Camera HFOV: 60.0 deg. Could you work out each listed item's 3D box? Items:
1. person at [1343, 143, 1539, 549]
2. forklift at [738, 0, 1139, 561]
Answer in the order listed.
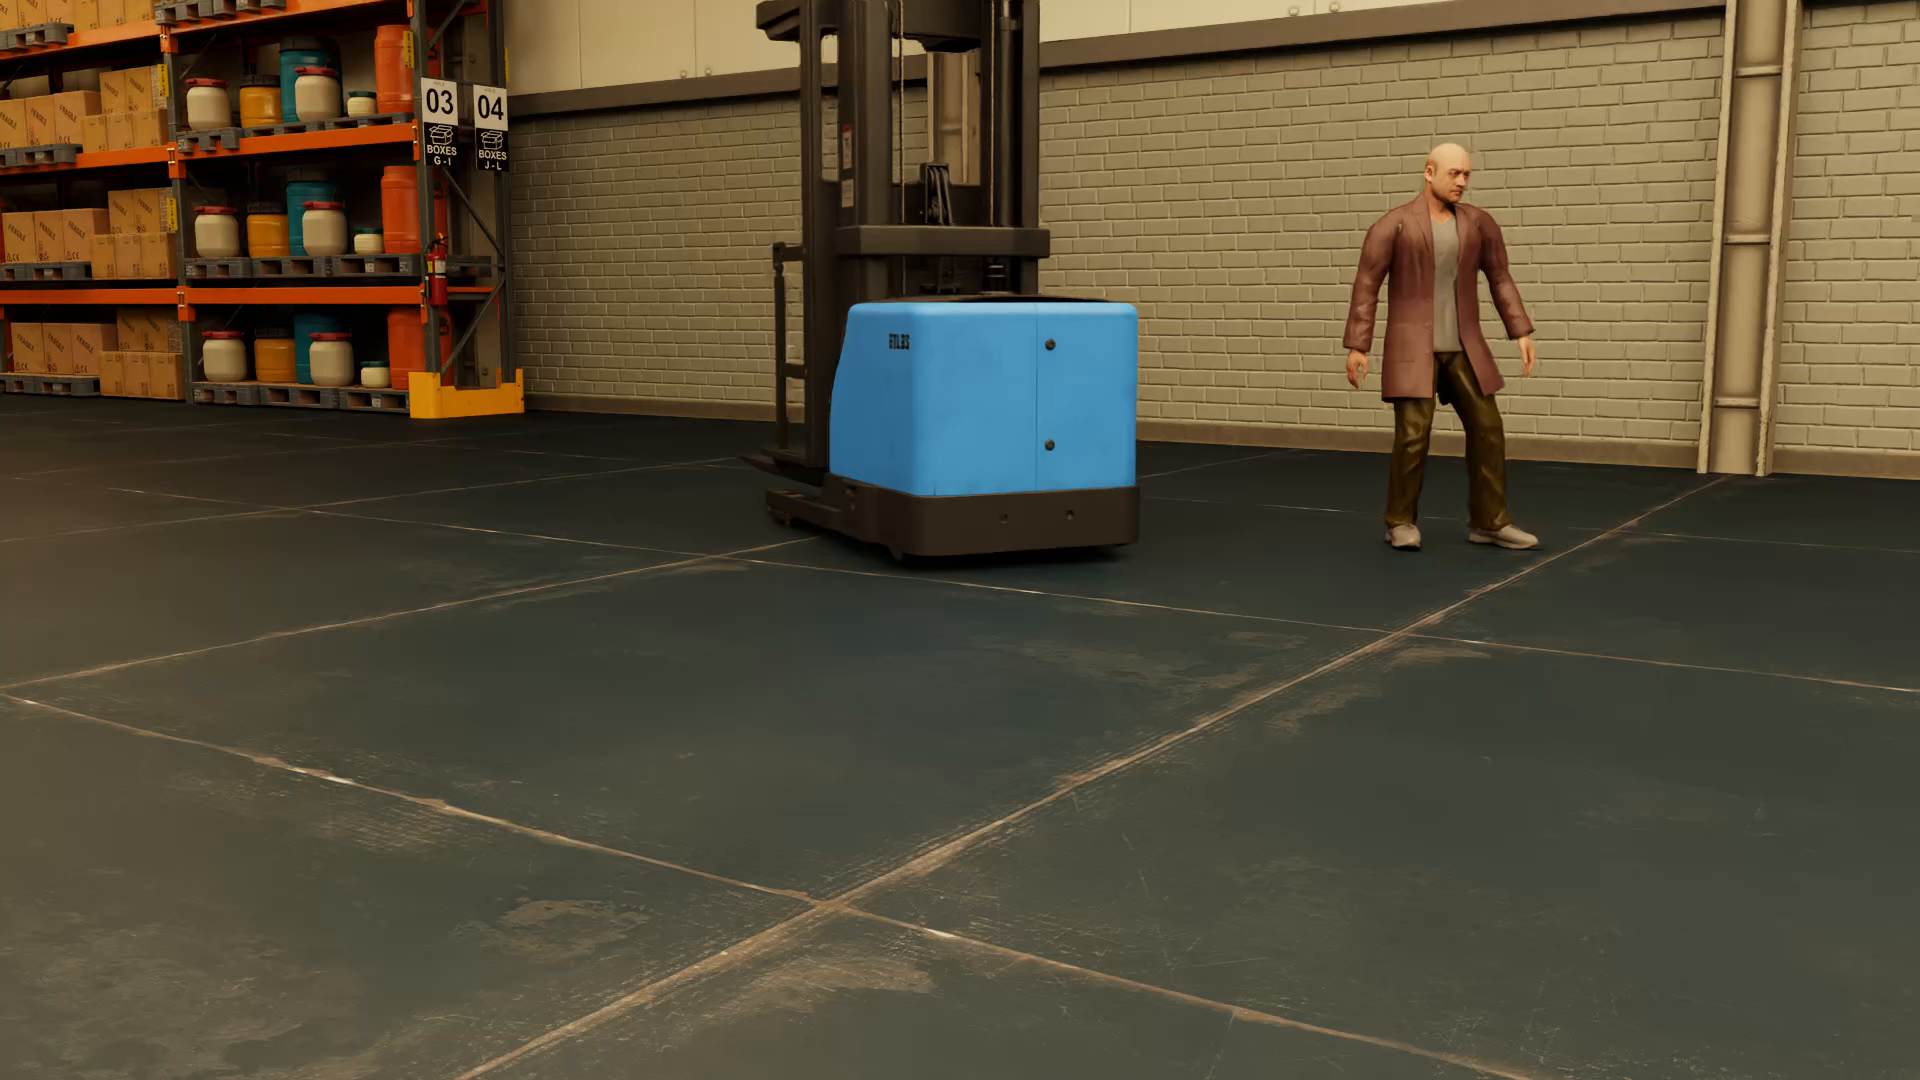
[{"bbox_3d":[2.100,-0.837,7.277,0.826,1.752,0.444,-1,8,-7],"label":"person"},{"bbox_3d":[-0.314,-1.533,7.976,1.130,2.935,3.031,-4,9,-24],"label":"forklift"}]
